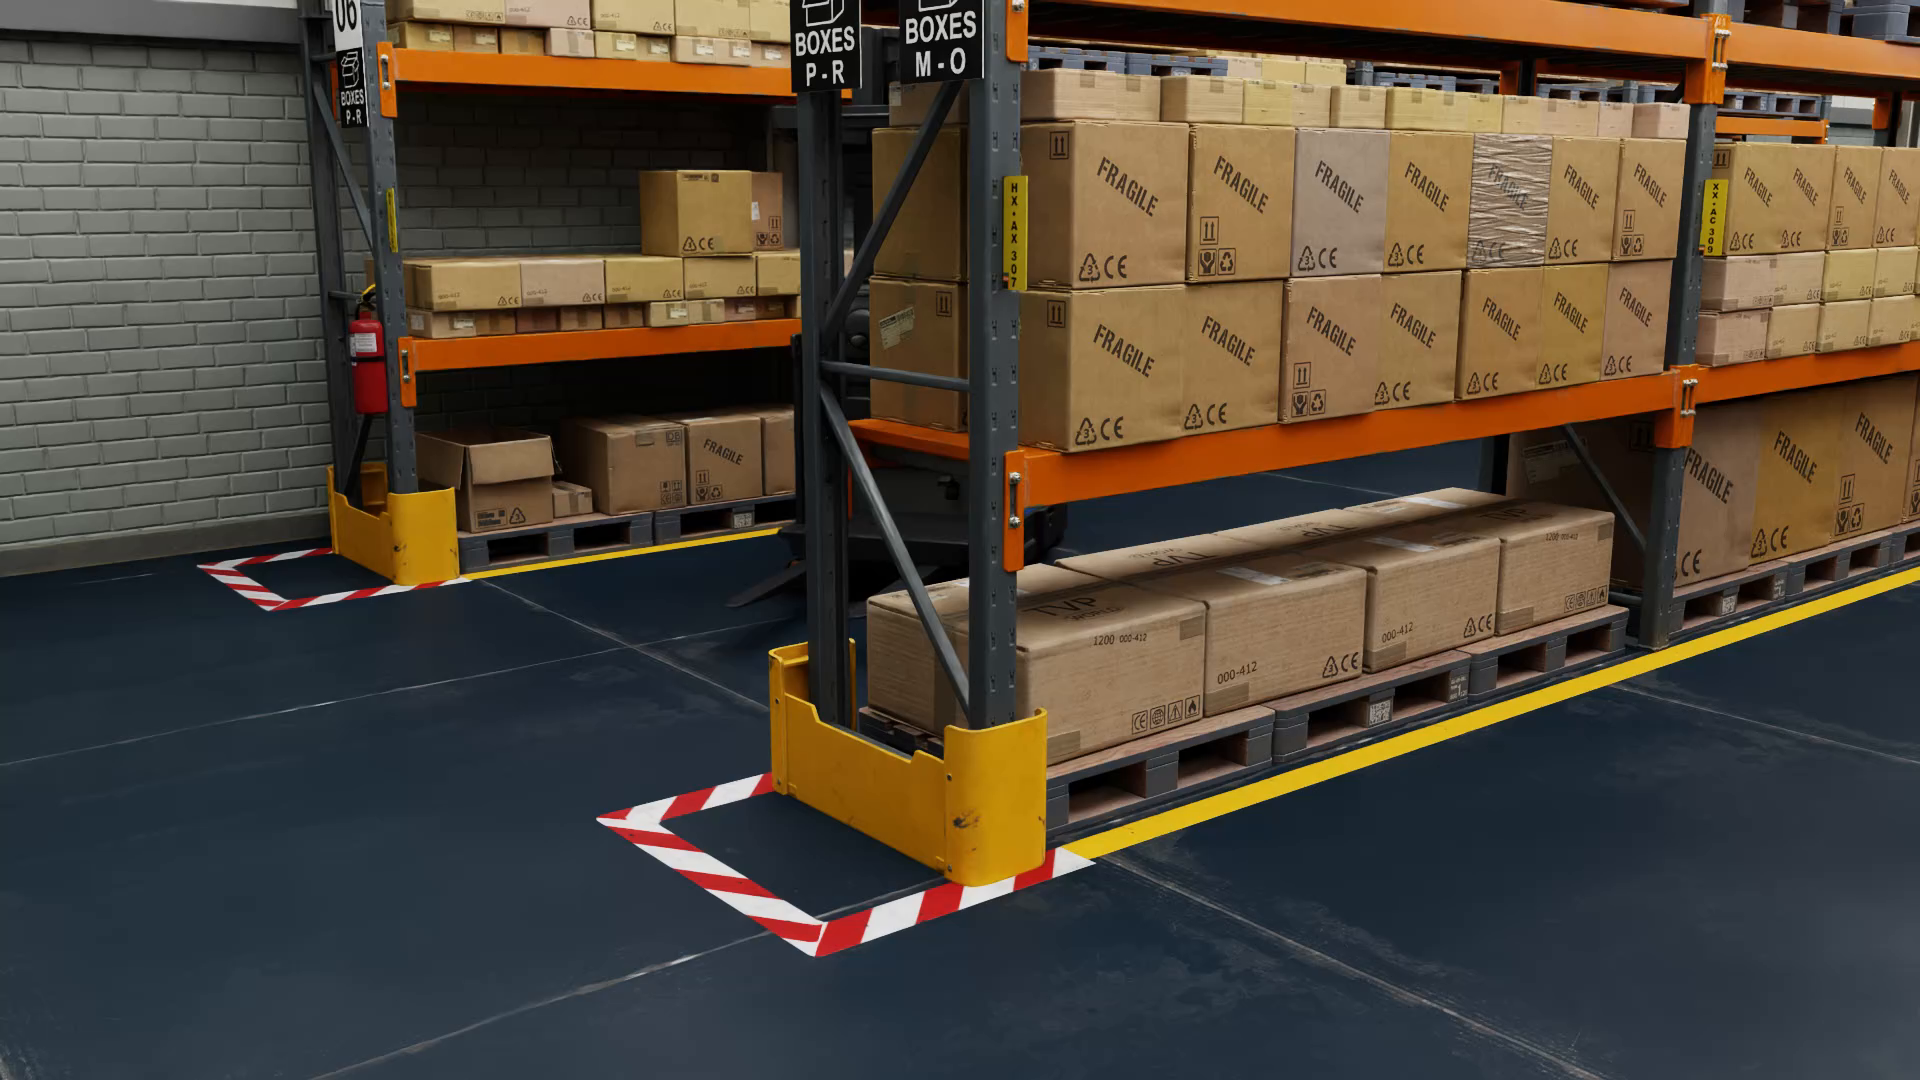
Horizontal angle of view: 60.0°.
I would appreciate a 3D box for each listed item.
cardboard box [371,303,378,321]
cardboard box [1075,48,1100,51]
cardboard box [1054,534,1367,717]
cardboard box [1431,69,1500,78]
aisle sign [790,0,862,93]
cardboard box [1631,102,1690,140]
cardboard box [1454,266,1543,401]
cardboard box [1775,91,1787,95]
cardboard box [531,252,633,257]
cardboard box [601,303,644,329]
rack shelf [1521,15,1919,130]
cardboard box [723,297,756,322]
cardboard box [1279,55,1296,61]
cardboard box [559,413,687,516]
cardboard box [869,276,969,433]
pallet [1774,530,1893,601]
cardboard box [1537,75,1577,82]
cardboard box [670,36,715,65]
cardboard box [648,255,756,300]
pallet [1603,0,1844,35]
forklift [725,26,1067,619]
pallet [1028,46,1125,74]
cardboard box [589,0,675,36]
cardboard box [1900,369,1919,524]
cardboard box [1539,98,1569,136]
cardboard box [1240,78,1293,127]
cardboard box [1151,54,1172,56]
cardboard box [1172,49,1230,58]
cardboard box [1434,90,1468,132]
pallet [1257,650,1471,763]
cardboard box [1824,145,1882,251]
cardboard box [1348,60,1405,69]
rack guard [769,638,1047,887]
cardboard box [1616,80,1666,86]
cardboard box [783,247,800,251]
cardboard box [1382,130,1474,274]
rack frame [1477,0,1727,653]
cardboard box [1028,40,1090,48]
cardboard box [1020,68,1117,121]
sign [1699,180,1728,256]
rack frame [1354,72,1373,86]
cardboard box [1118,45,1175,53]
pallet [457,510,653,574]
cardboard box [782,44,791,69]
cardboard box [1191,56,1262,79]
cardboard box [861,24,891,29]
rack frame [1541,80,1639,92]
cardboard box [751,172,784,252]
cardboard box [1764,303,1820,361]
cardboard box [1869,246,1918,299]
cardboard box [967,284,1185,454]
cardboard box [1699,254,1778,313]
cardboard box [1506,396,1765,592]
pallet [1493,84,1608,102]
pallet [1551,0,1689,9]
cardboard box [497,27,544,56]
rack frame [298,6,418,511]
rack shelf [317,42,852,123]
[{"bbox_3d":[-3.195,-1.284,9.559,0.250,0.149,0.380,-10,15,-38],"label":"cardboard box"},{"bbox_3d":[0.807,-3.632,12.145,0.250,0.149,0.380,-10,16,-39],"label":"cardboard box"},{"bbox_3d":[0.980,0.310,6.604,0.875,0.438,0.875,-9,15,-36],"label":"cardboard box"},{"bbox_3d":[4.474,-4.316,14.517,0.500,0.500,0.500,-9,15,-36],"label":"cardboard box"},{"bbox_3d":[-0.432,-1.828,5.259,0.004,0.787,0.394,-9,15,-38],"label":"aisle sign"},{"bbox_3d":[2.900,-1.799,7.168,0.250,0.149,0.380,-10,15,-39],"label":"cardboard box"},{"bbox_3d":[1.957,-0.847,6.654,0.500,0.500,0.500,-10,15,-38],"label":"cardboard box"},{"bbox_3d":[8.552,-4.863,17.658,0.258,0.266,0.396,-9,15,-38],"label":"cardboard box"},{"bbox_3d":[-2.300,-1.625,10.207,0.500,0.250,0.500,-9,15,-36],"label":"cardboard box"},{"bbox_3d":[-2.065,-1.334,9.795,0.250,0.149,0.380,-9,15,-37],"label":"cardboard box"},{"bbox_3d":[4.503,-2.410,8.766,4.000,0.370,1.077,-9,15,-38],"label":"rack shelf"},{"bbox_3d":[-1.470,-1.437,10.279,0.250,0.149,0.380,-9,15,-38],"label":"cardboard box"},{"bbox_3d":[2.399,-3.802,12.992,0.250,0.149,0.380,-9,15,-36],"label":"cardboard box"},{"bbox_3d":[-2.057,-0.472,10.135,0.500,0.500,0.700,-9,15,-35],"label":"cardboard box"},{"bbox_3d":[0.029,-0.670,5.823,0.500,0.500,0.500,-9,15,-37],"label":"cardboard box"},{"bbox_3d":[4.450,0.058,9.349,1.213,0.211,1.003,-9,15,-38],"label":"pallet"},{"bbox_3d":[5.415,-4.284,15.215,0.250,0.149,0.380,-9,15,-38],"label":"cardboard box"},{"bbox_3d":[-1.634,-2.852,9.720,0.250,0.149,0.380,-9,15,-38],"label":"cardboard box"},{"bbox_3d":[-1.590,-1.609,10.131,0.500,0.250,0.500,-10,16,-39],"label":"cardboard box"},{"bbox_3d":[3.626,-2.535,8.087,1.217,0.209,0.805,-10,16,-40],"label":"pallet"},{"bbox_3d":[-0.290,-1.191,8.679,1.130,2.935,3.031,4,13,18],"label":"forklift"},{"bbox_3d":[0.391,-3.288,11.623,1.003,0.211,1.213,-9,15,-38],"label":"pallet"},{"bbox_3d":[-1.977,-3.007,9.490,0.500,0.250,0.500,-10,16,-39],"label":"cardboard box"},{"bbox_3d":[5.473,-0.644,10.043,0.875,0.875,0.875,-10,15,-38],"label":"cardboard box"},{"bbox_3d":[2.239,-1.715,6.776,0.250,0.149,0.380,-10,15,-38],"label":"cardboard box"},{"bbox_3d":[0.897,-1.470,5.620,0.250,0.149,0.380,-10,16,-39],"label":"cardboard box"},{"bbox_3d":[1.515,-3.778,12.881,0.250,0.149,0.380,-10,15,-38],"label":"cardboard box"},{"bbox_3d":[1.813,-3.700,12.510,0.250,0.149,0.380,-9,15,-36],"label":"cardboard box"},{"bbox_3d":[1.679,-1.609,6.273,0.250,0.149,0.380,-9,15,-38],"label":"cardboard box"},{"bbox_3d":[1.345,0.574,6.916,1.213,0.211,1.003,-9,15,-38],"label":"pallet"},{"bbox_3d":[4.238,-1.718,8.352,0.500,0.500,0.500,-10,16,-39],"label":"cardboard box"},{"bbox_3d":[3.423,-3.962,13.654,0.250,0.166,0.380,-9,15,-38],"label":"cardboard box"},{"bbox_3d":[-0.201,0.710,5.581,0.348,0.500,1.175,-9,15,-38],"label":"rack guard"},{"bbox_3d":[6.624,-4.485,16.161,0.250,0.149,0.380,-9,15,-36],"label":"cardboard box"},{"bbox_3d":[-1.105,-1.825,11.146,0.500,0.250,0.500,-10,15,-38],"label":"cardboard box"},{"bbox_3d":[1.556,-1.271,6.245,0.500,0.500,0.500,-9,15,-37],"label":"cardboard box"},{"bbox_3d":[2.941,-1.035,7.781,0.127,3.000,1.000,-9,15,-38],"label":"rack frame"},{"bbox_3d":[0.680,-3.489,11.470,0.250,0.149,0.380,-9,15,-37],"label":"cardboard box"},{"bbox_3d":[0.268,-1.372,5.160,0.250,0.149,0.380,-9,15,-36],"label":"cardboard box"},{"bbox_3d":[3.289,-1.407,7.259,0.005,0.325,0.100,-9,15,-38],"label":"sign"},{"bbox_3d":[2.961,-2.358,14.014,0.127,3.000,1.000,-9,15,-38],"label":"rack frame"},{"bbox_3d":[1.319,-3.577,11.883,0.250,0.149,0.380,-9,15,-36],"label":"cardboard box"},{"bbox_3d":[-2.605,-0.070,9.949,1.213,0.211,1.003,-9,15,-38],"label":"pallet"},{"bbox_3d":[-1.089,-2.963,10.247,0.250,0.149,0.380,-9,15,-36],"label":"cardboard box"},{"bbox_3d":[1.929,-3.516,12.605,0.500,0.250,0.500,-9,15,-38],"label":"cardboard box"},{"bbox_3d":[-0.782,-3.206,10.431,0.500,0.250,0.500,-10,16,-40],"label":"cardboard box"},{"bbox_3d":[6.084,-5.812,15.835,0.127,3.000,1.000,-9,15,-38],"label":"rack frame"},{"bbox_3d":[-1.492,-2.128,10.770,0.500,0.500,0.500,-10,16,-39],"label":"cardboard box"},{"bbox_3d":[3.853,-1.043,8.181,0.500,0.250,0.500,-10,16,-39],"label":"cardboard box"},{"bbox_3d":[4.655,-1.417,8.736,0.500,0.250,0.500,-10,16,-39],"label":"cardboard box"},{"bbox_3d":[0.372,-0.580,5.400,0.500,0.500,0.500,-10,15,-38],"label":"cardboard box"},{"bbox_3d":[3.461,-1.217,7.798,0.500,0.250,0.500,-10,16,-39],"label":"cardboard box"},{"bbox_3d":[3.375,-0.294,8.398,0.875,0.875,0.875,-9,15,-36],"label":"cardboard box"},{"bbox_3d":[5.404,-4.135,15.618,1.217,0.209,0.805,-10,16,-40],"label":"pallet"},{"bbox_3d":[2.296,-2.354,6.986,1.213,0.211,1.003,-9,15,-38],"label":"pallet"},{"bbox_3d":[-2.492,-2.737,9.181,0.250,0.149,0.380,-9,15,-37],"label":"cardboard box"},{"bbox_3d":[-3.286,-1.320,9.125,0.127,3.000,1.000,-9,15,-38],"label":"rack frame"},{"bbox_3d":[-1.724,-2.695,10.111,4.000,0.370,1.077,-9,15,-38],"label":"rack shelf"}]
